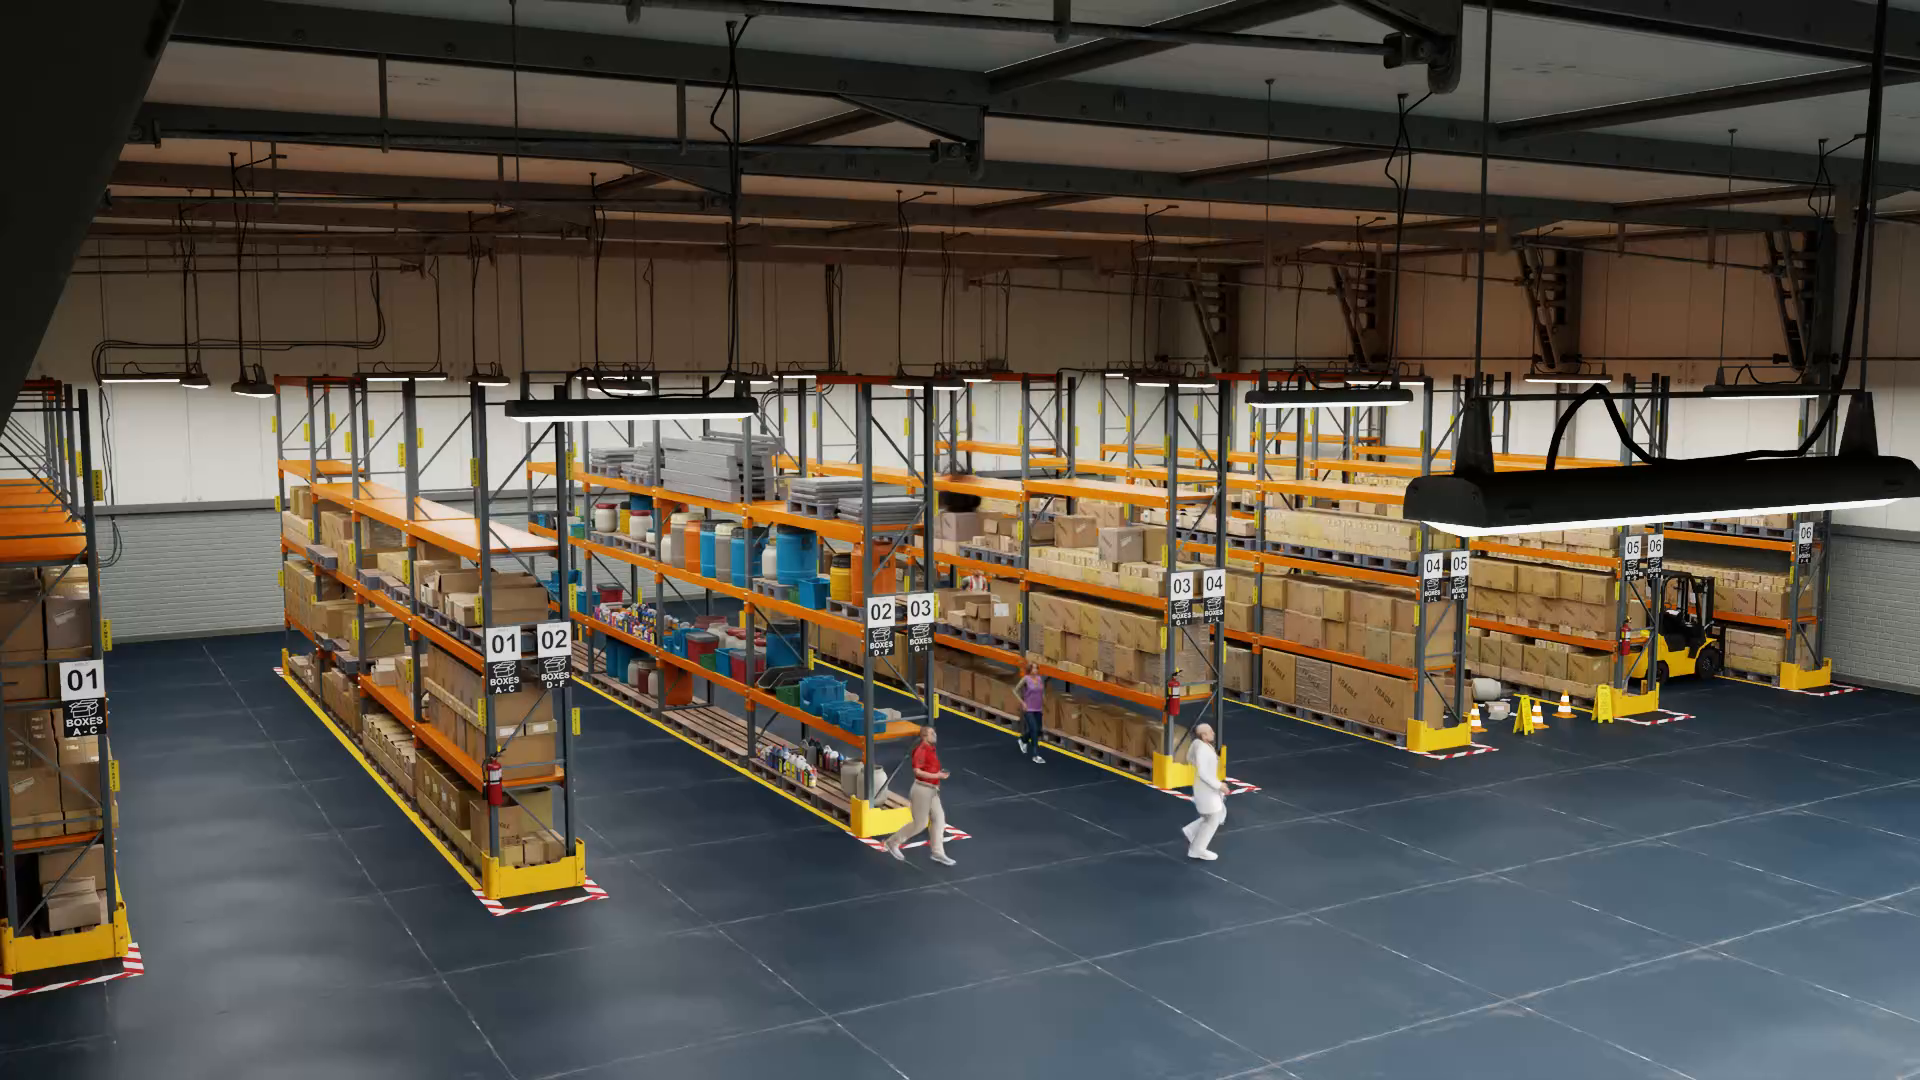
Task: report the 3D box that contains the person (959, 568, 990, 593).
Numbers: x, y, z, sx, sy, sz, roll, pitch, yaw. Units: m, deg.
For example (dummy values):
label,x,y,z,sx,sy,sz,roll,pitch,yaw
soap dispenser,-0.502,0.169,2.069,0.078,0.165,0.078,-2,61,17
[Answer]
label,x,y,z,sx,sy,sz,roll,pitch,yaw
person,0.373,1.423,36.893,0.620,1.806,0.709,-4,7,-32

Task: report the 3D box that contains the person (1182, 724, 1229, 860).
label,x,y,z,sx,sy,sz,roll,pitch,yaw
person,3.110,3.173,21.051,0.571,1.740,0.717,0,6,3

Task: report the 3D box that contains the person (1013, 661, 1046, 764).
label,x,y,z,sx,sy,sz,roll,pitch,yaw
person,1.120,2.682,26.155,0.558,1.583,0.723,-4,8,-35

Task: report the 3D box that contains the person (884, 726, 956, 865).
label,x,y,z,sx,sy,sz,roll,pitch,yaw
person,-0.479,3.204,20.903,0.895,1.737,0.668,1,6,11
